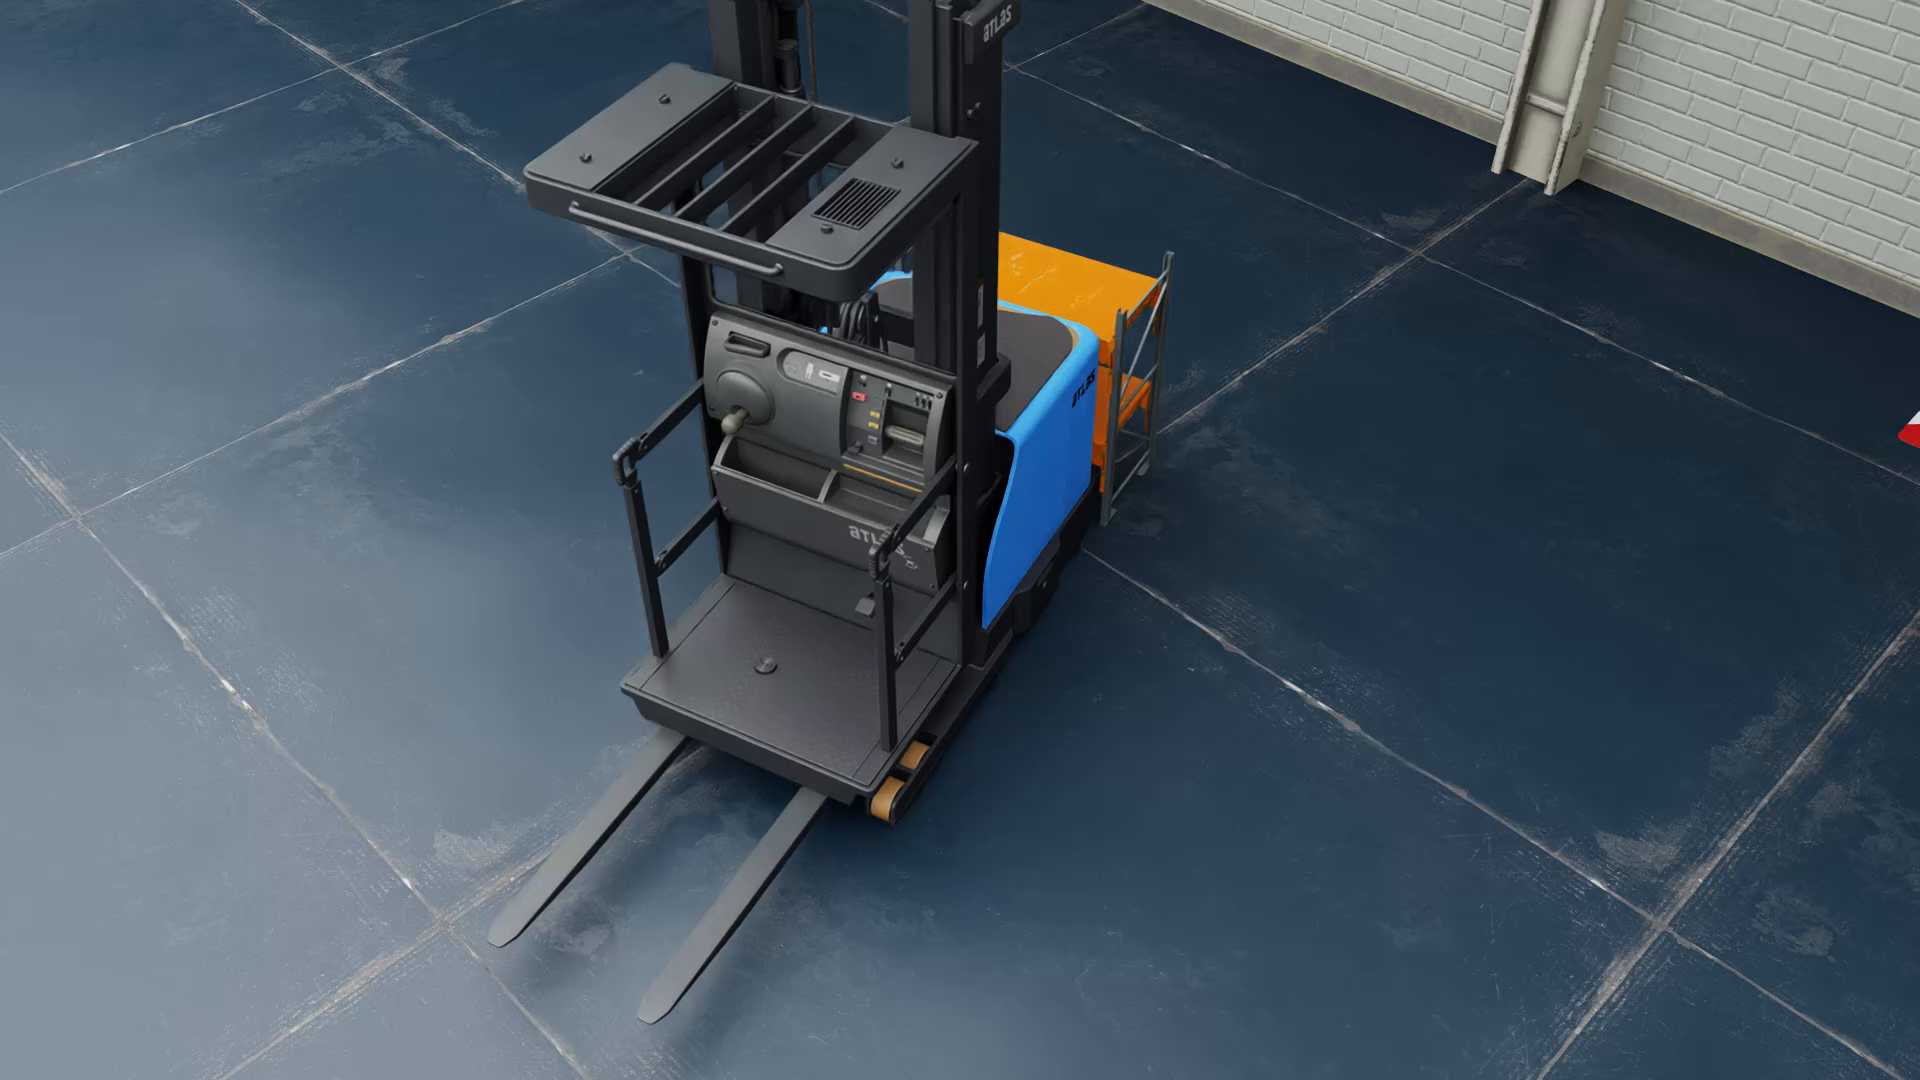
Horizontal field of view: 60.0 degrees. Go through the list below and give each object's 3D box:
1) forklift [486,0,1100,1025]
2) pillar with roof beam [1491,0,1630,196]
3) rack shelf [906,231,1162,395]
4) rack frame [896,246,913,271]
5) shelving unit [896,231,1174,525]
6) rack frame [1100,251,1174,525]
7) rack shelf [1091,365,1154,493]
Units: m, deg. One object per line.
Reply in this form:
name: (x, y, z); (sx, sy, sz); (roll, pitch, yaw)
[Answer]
forklift: (-0.565, -0.392, 5.515); (1.130, 2.935, 3.031); (20, 46, 20)
pillar with roof beam: (0.246, -3.343, 4.237); (9.100, 9.000, 0.400); (-34, 53, -31)
rack shelf: (0.309, -1.015, 7.088); (1.000, 0.278, 0.538); (21, 47, 21)
rack frame: (-0.134, -0.969, 7.470); (0.032, 1.125, 0.500); (21, 47, 21)
shelving unit: (0.309, -0.800, 7.287); (1.048, 1.125, 0.538); (21, 47, 21)
rack frame: (0.752, -0.631, 7.104); (0.032, 1.125, 0.500); (21, 47, 21)
rack shelf: (0.309, -0.620, 7.453); (1.000, 0.278, 0.538); (21, 47, 21)
